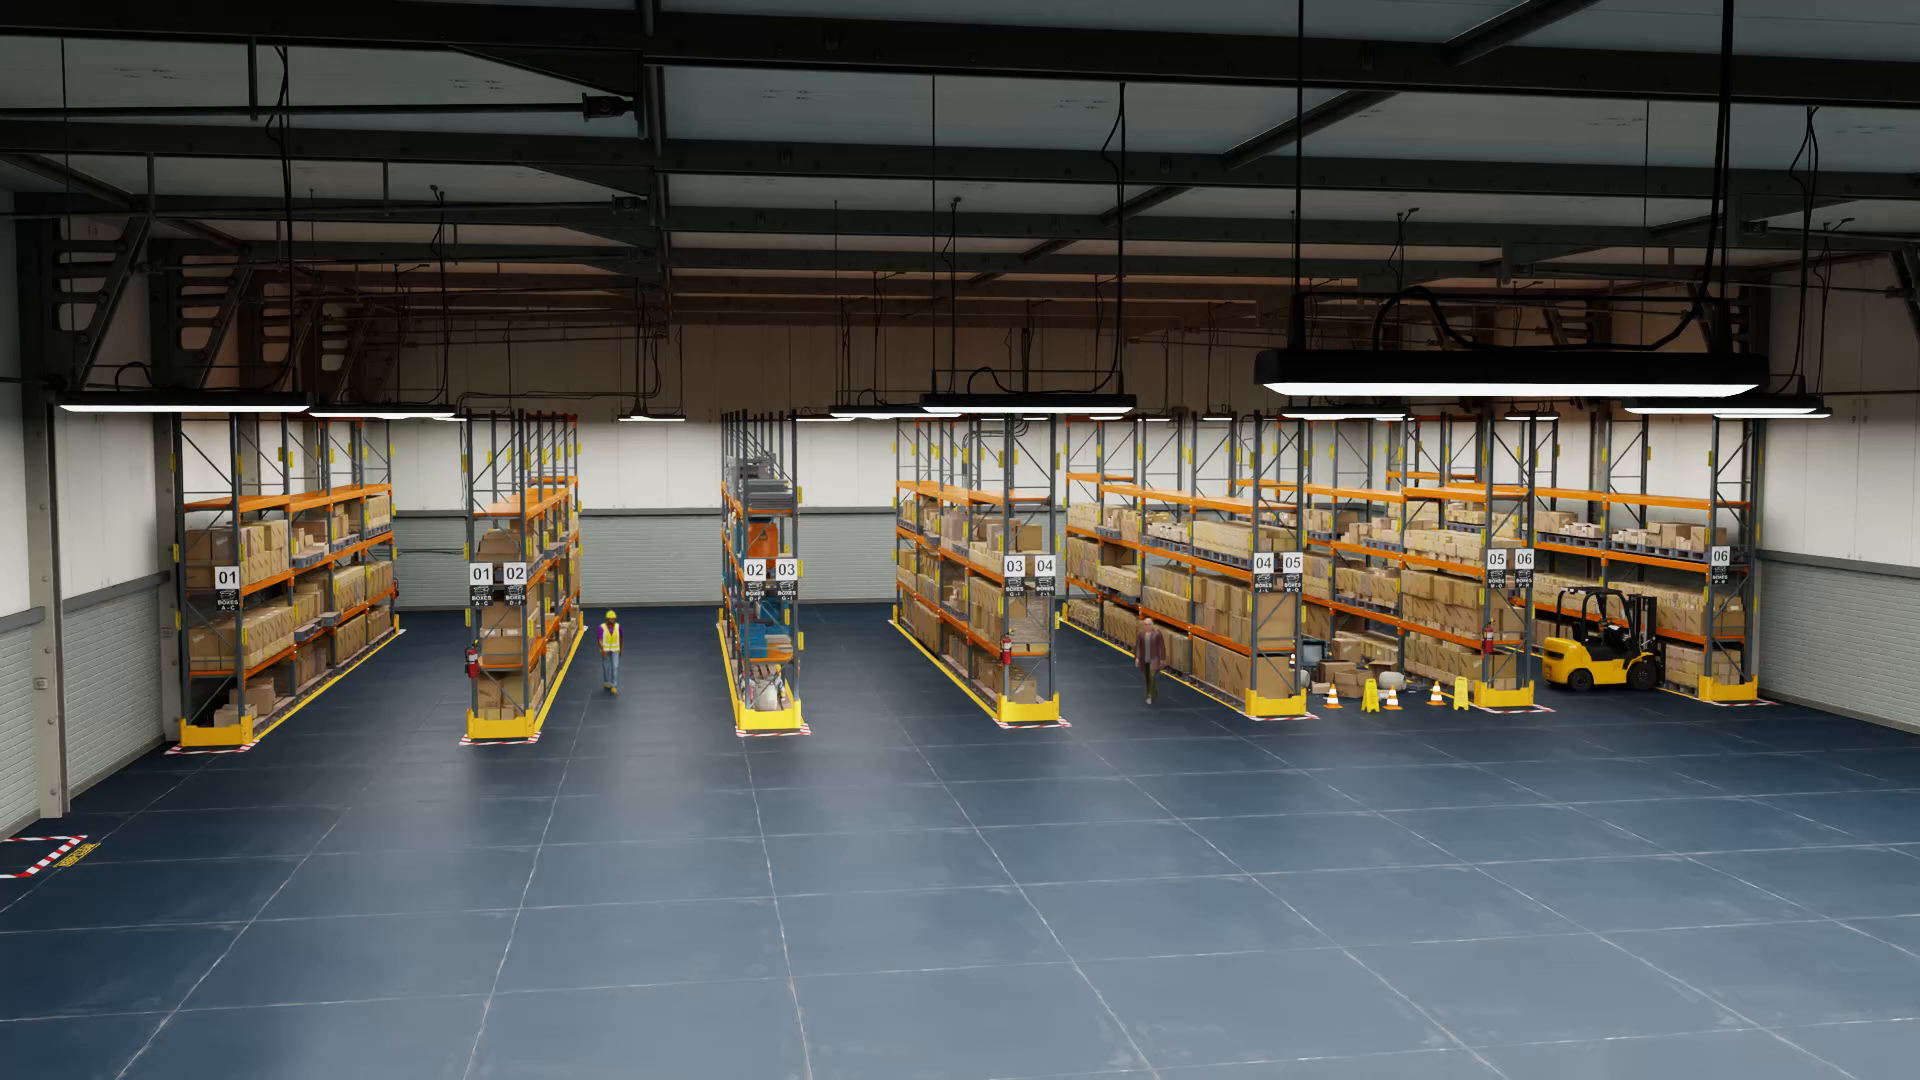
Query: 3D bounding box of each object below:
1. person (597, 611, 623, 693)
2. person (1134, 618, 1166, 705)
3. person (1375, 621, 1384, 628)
[{"bbox_3d":[-7.470,2.372,35.551,0.562,1.710,0.974,-1,4,-19],"label":"person"},{"bbox_3d":[3.852,2.461,33.956,0.604,1.735,1.062,2,5,31],"label":"person"},{"bbox_3d":[11.871,1.642,46.967,0.518,1.644,0.567,-2,4,-26],"label":"person"}]
